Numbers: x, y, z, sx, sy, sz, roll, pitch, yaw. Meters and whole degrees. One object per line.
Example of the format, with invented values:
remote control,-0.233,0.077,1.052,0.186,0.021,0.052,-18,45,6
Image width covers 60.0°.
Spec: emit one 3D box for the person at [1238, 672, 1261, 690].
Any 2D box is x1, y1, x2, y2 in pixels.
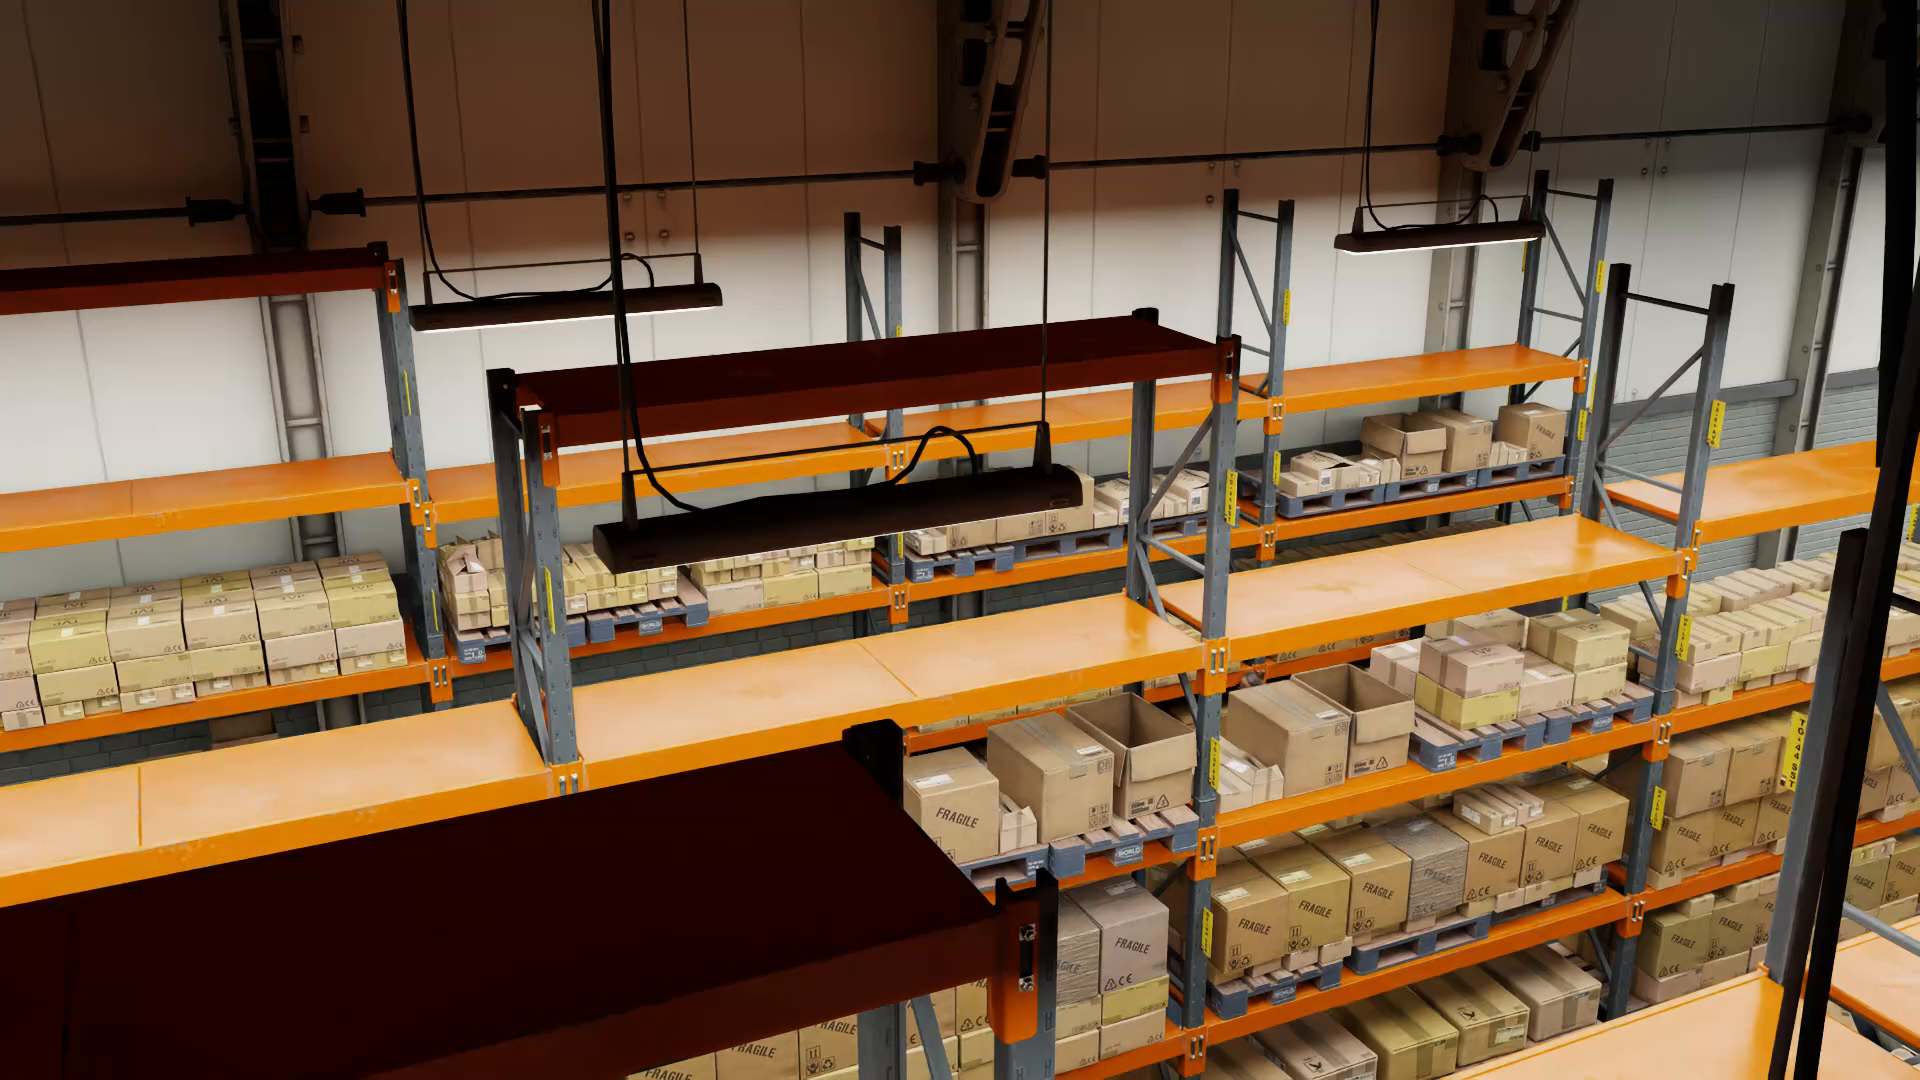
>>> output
person,2.753,1.994,15.817,0.656,1.569,0.482,-14,23,-35
